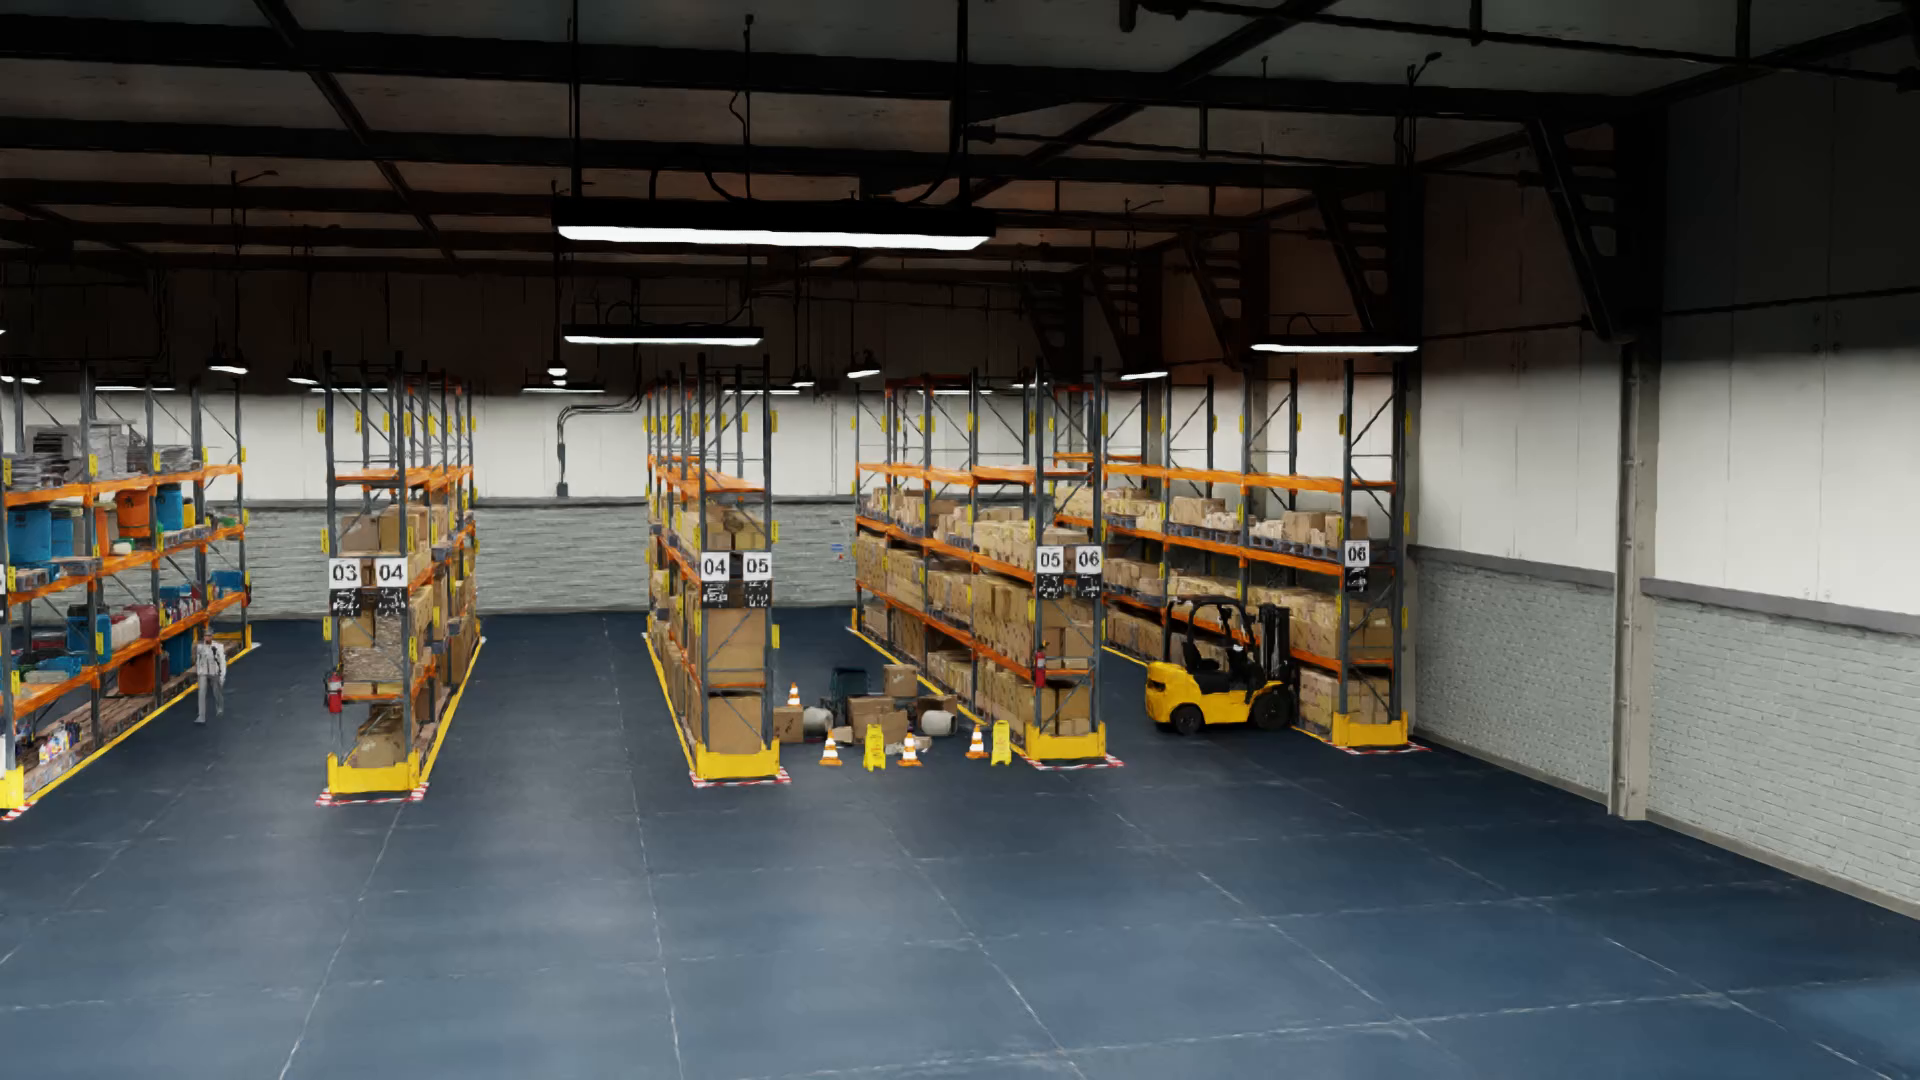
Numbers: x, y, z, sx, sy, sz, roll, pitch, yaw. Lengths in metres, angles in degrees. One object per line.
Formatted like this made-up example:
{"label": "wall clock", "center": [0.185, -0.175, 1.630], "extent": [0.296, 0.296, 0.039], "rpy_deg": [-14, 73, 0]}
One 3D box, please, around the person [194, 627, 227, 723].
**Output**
{"label": "person", "center": [-12.614, 2.240, 28.007], "extent": [0.488, 1.590, 1.089], "rpy_deg": [-1, 4, -15]}
